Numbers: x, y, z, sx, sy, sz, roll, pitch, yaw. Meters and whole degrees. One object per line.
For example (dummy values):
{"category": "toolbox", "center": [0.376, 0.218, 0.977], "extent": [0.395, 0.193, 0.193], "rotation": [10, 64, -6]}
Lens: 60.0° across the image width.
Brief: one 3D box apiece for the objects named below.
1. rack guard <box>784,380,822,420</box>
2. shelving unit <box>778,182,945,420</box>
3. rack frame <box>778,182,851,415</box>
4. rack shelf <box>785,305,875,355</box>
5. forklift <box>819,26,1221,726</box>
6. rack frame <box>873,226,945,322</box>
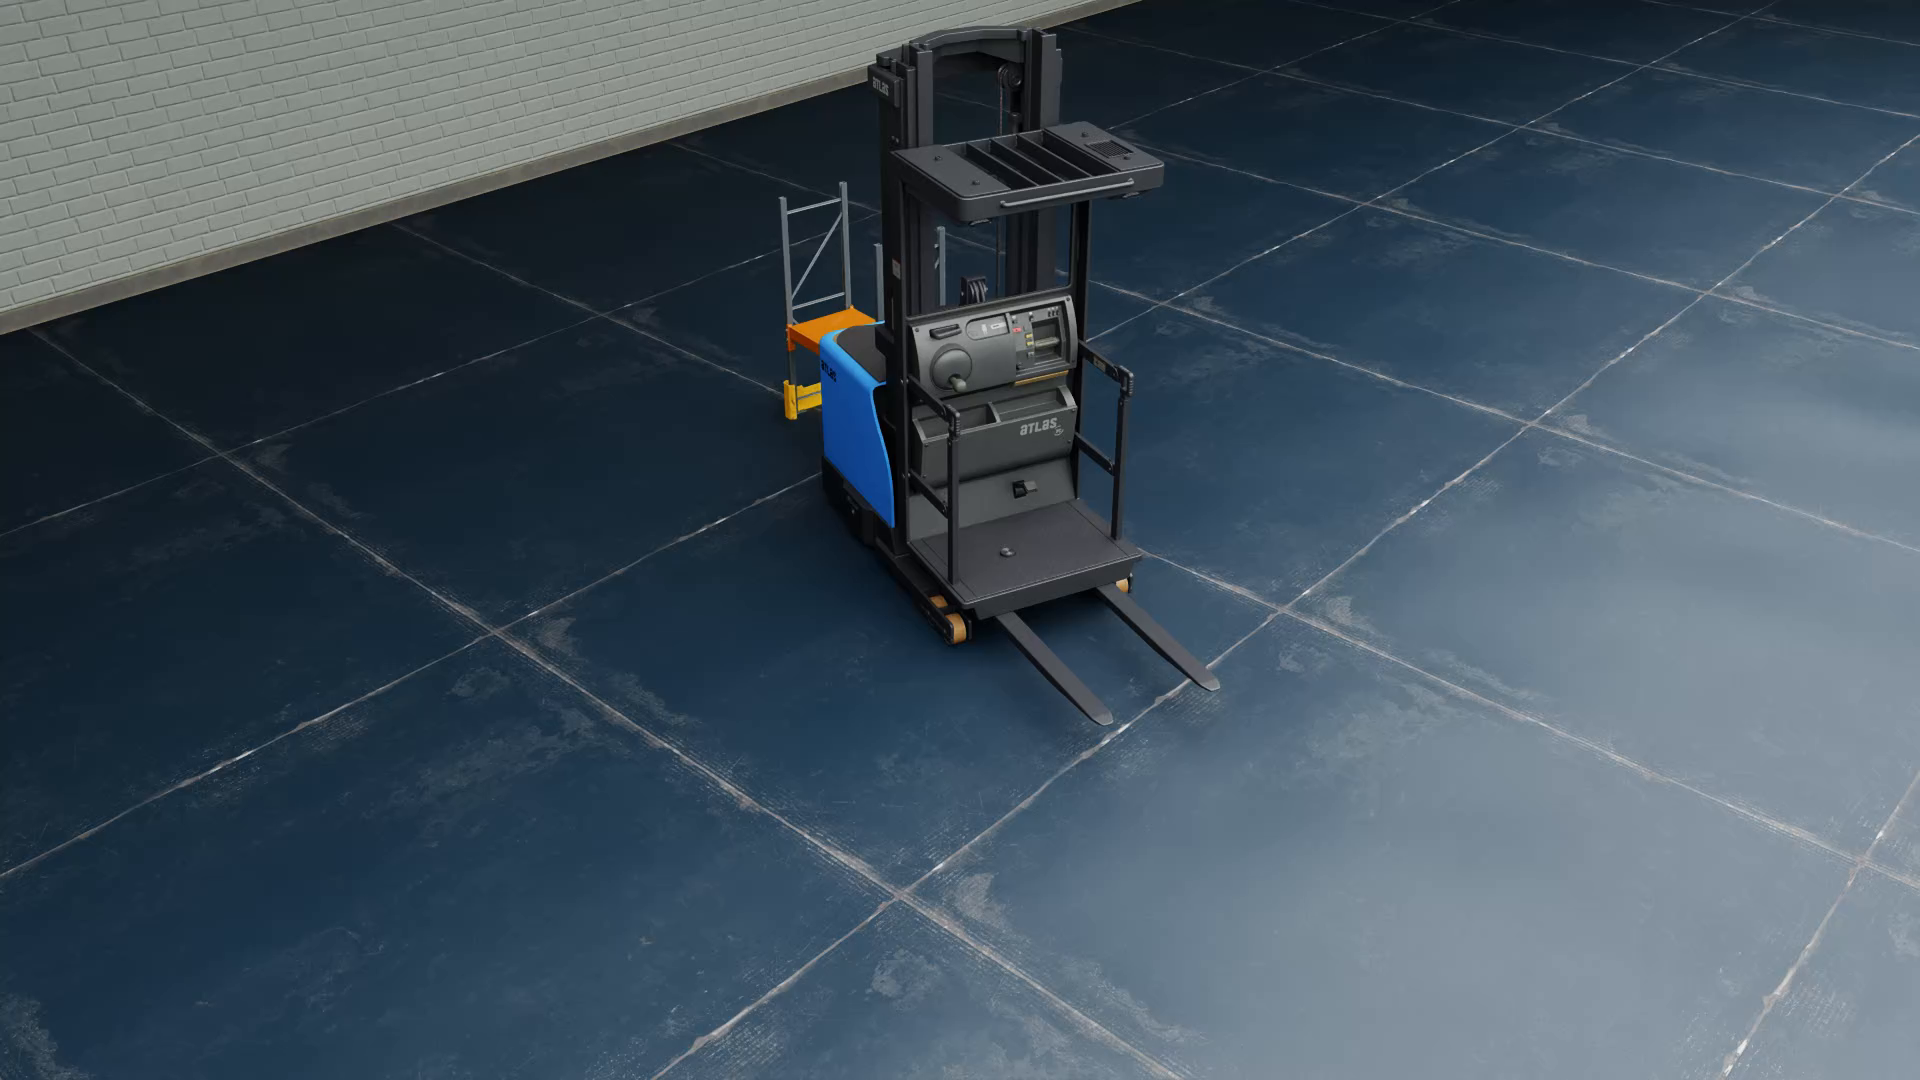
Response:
{"category": "rack guard", "center": [-0.912, -1.009, 11.129], "extent": [0.587, 0.250, 0.087], "rotation": [-22, 37, -32]}
{"category": "shelving unit", "center": [-0.605, -1.343, 10.470], "extent": [0.587, 1.500, 1.083], "rotation": [-22, 37, -32]}
{"category": "rack frame", "center": [-0.924, -1.553, 10.819], "extent": [0.500, 1.500, 0.032], "rotation": [-22, 37, -32]}
{"category": "rack shelf", "center": [-0.611, -1.192, 10.569], "extent": [0.538, 0.185, 1.000], "rotation": [-22, 37, -32]}
{"category": "forklift", "center": [0.285, -0.966, 8.457], "extent": [1.130, 2.935, 3.031], "rotation": [-15, 34, -23]}
{"category": "rack frame", "center": [-0.297, -1.140, 10.134], "extent": [0.500, 1.500, 0.032], "rotation": [-22, 37, -32]}
